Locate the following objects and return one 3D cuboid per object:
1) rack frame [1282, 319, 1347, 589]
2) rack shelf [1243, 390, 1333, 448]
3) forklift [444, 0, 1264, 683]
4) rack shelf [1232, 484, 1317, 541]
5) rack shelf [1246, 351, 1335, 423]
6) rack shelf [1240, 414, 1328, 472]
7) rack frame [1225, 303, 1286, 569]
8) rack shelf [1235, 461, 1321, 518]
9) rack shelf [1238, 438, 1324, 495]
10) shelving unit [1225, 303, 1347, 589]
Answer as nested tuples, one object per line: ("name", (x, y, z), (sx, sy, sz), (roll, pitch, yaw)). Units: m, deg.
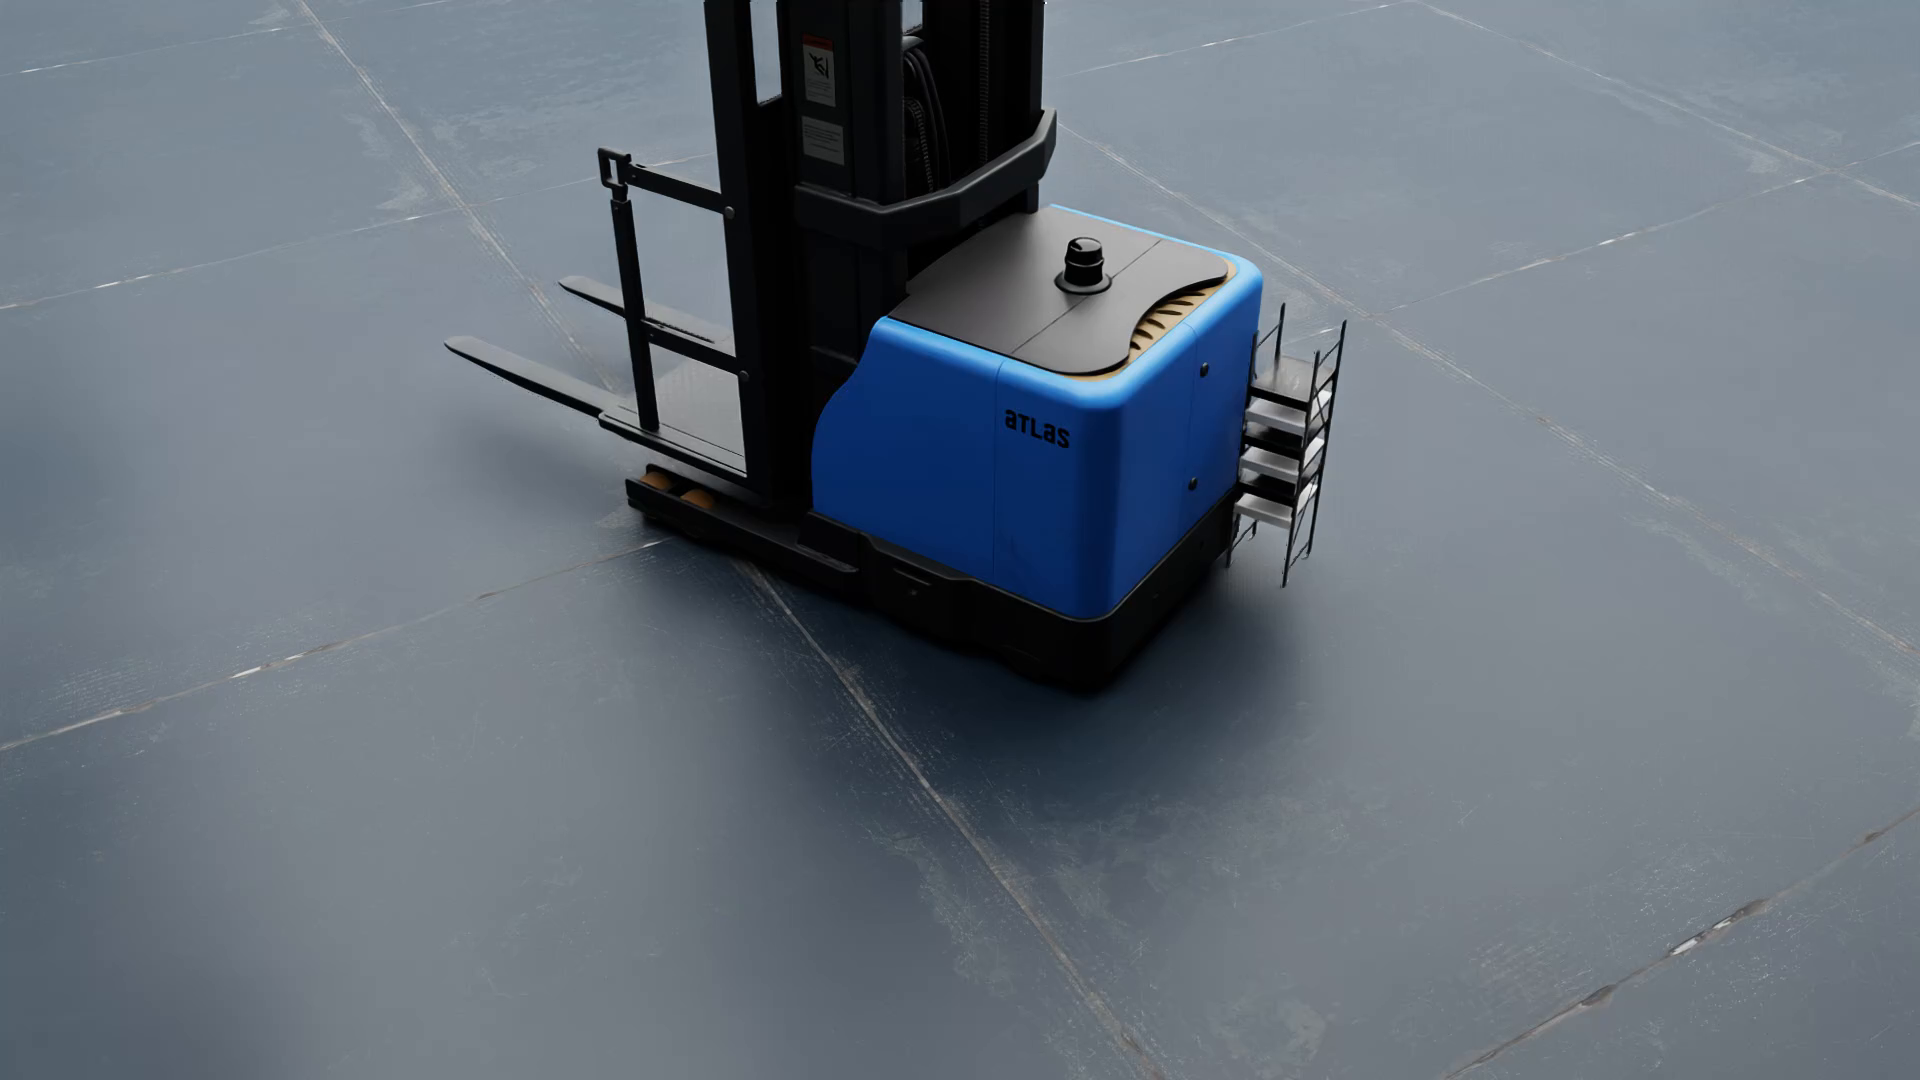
("rack frame", (1.136, -0.262, 5.346), (0.006, 0.900, 0.240), (20, 41, 25))
("rack shelf", (1.049, -0.412, 5.302), (0.200, 0.077, 0.258), (20, 41, 25))
("forklift", (-0.557, -1.426, 5.217), (3.031, 2.935, 1.130), (22, 41, 27))
("rack shelf", (1.049, -0.121, 5.514), (0.200, 0.077, 0.258), (20, 41, 25))
("rack shelf", (1.049, -0.485, 5.249), (0.200, 0.077, 0.258), (20, 41, 25))
("rack shelf", (1.049, -0.339, 5.355), (0.200, 0.077, 0.258), (20, 41, 25))
("rack frame", (0.962, -0.325, 5.432), (0.006, 0.900, 0.240), (20, 41, 25))
("rack shelf", (1.049, -0.194, 5.461), (0.200, 0.077, 0.258), (20, 41, 25))
("rack shelf", (1.049, -0.267, 5.408), (0.200, 0.077, 0.258), (20, 41, 25))
("shelving unit", (1.049, -0.294, 5.389), (0.210, 0.900, 0.258), (20, 41, 25))
